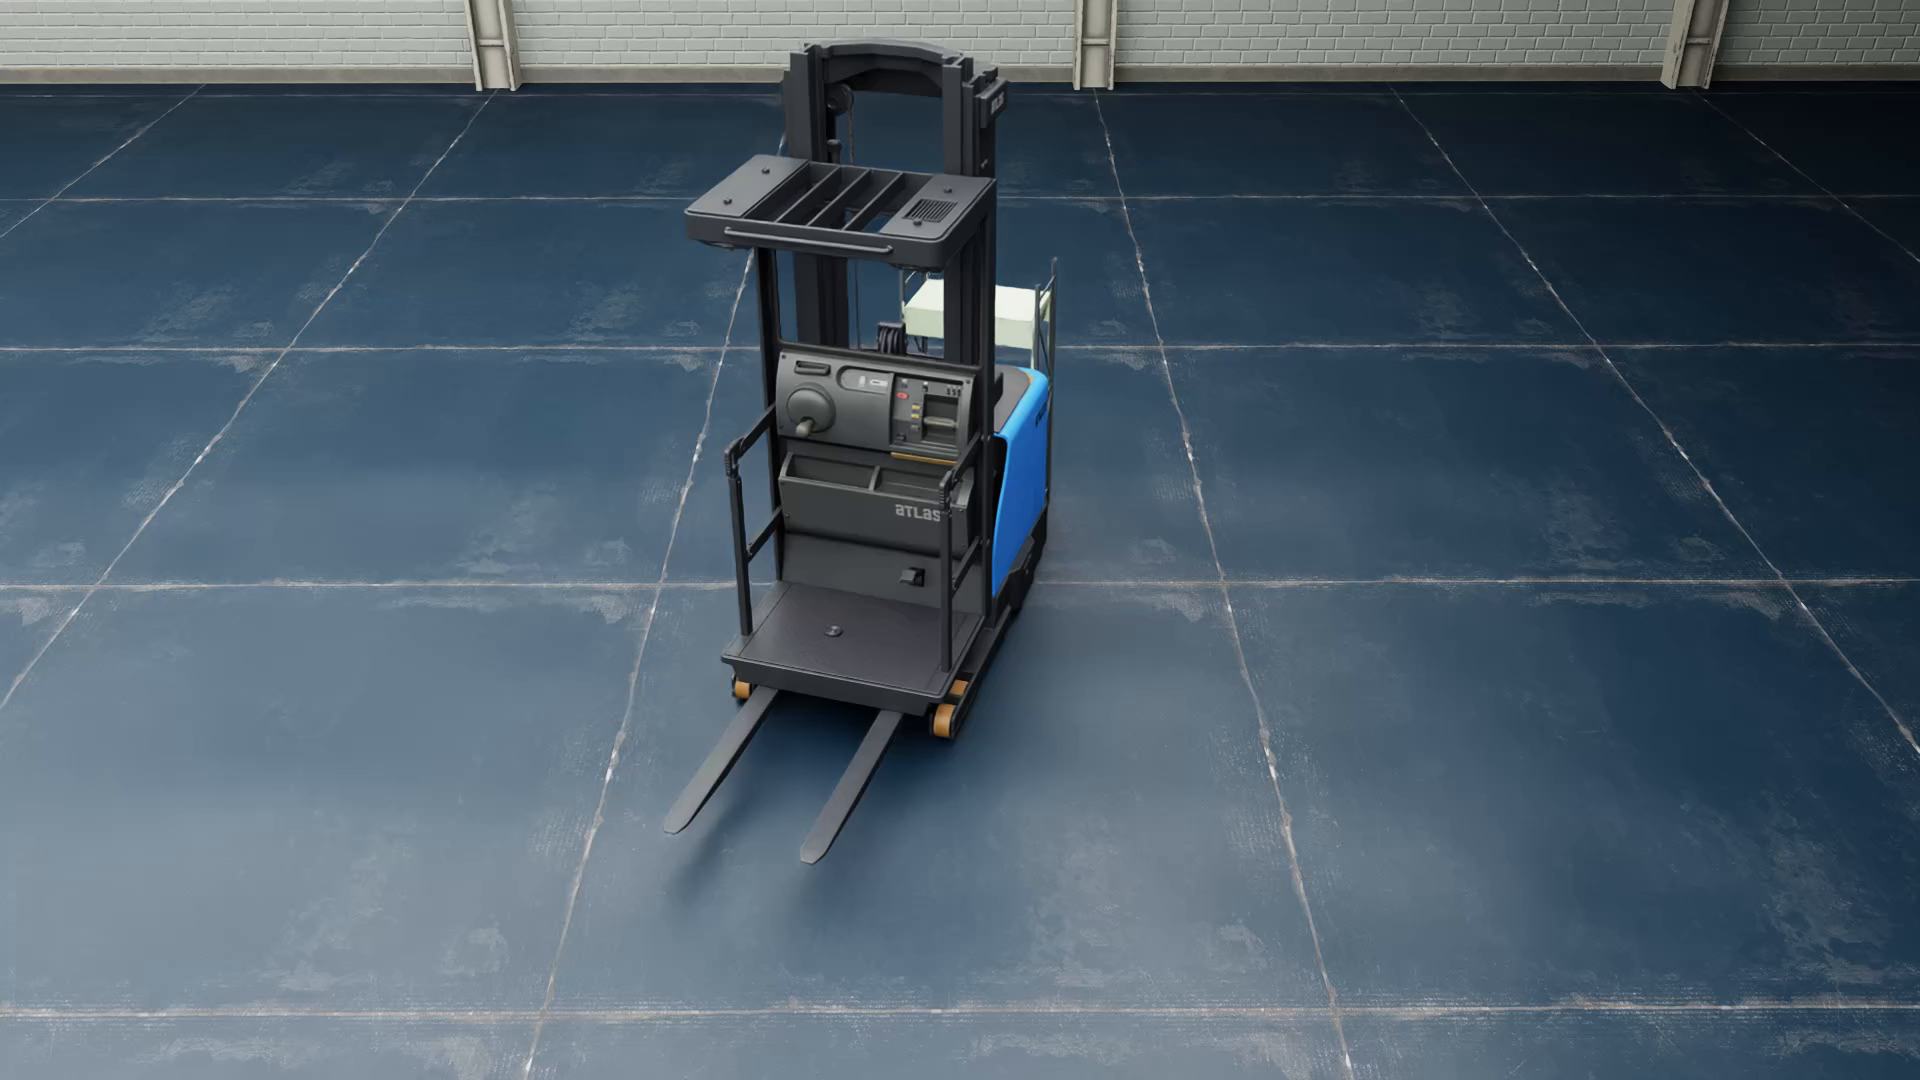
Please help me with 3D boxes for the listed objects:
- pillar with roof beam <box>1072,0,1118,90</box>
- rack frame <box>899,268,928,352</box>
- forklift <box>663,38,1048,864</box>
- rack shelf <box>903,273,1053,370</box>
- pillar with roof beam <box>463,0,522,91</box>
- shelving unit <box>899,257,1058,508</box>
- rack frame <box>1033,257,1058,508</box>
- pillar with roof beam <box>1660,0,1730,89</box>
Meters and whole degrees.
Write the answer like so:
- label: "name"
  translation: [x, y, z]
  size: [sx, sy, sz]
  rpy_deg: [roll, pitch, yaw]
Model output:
- label: "pillar with roof beam"
  translation: [1.372, -6.220, 10.827]
  size: [0.400, 9.000, 9.100]
  rpy_deg: [0, 31, 0]
- label: "rack frame"
  translation: [-0.249, -0.869, 9.237]
  size: [0.023, 1.500, 0.400]
  rpy_deg: [9, 32, 14]
- label: "forklift"
  translation: [-0.454, -0.563, 7.352]
  size: [1.130, 2.935, 3.031]
  rpy_deg: [9, 32, 15]
- label: "rack shelf"
  translation: [0.101, -1.148, 8.944]
  size: [0.720, 0.370, 0.431]
  rpy_deg: [9, 32, 14]
- label: "pillar with roof beam"
  translation: [-4.627, -6.202, 10.796]
  size: [0.400, 9.000, 9.100]
  rpy_deg: [0, 31, 0]
- label: "shelving unit"
  translation: [0.101, -0.815, 9.147]
  size: [0.755, 1.500, 0.431]
  rpy_deg: [9, 32, 14]
- label: "rack frame"
  translation: [0.452, -0.760, 9.056]
  size: [0.023, 1.500, 0.400]
  rpy_deg: [9, 32, 14]
- label: "pillar with roof beam"
  translation: [7.372, -6.239, 10.858]
  size: [0.400, 9.000, 9.100]
  rpy_deg: [0, 31, 0]
